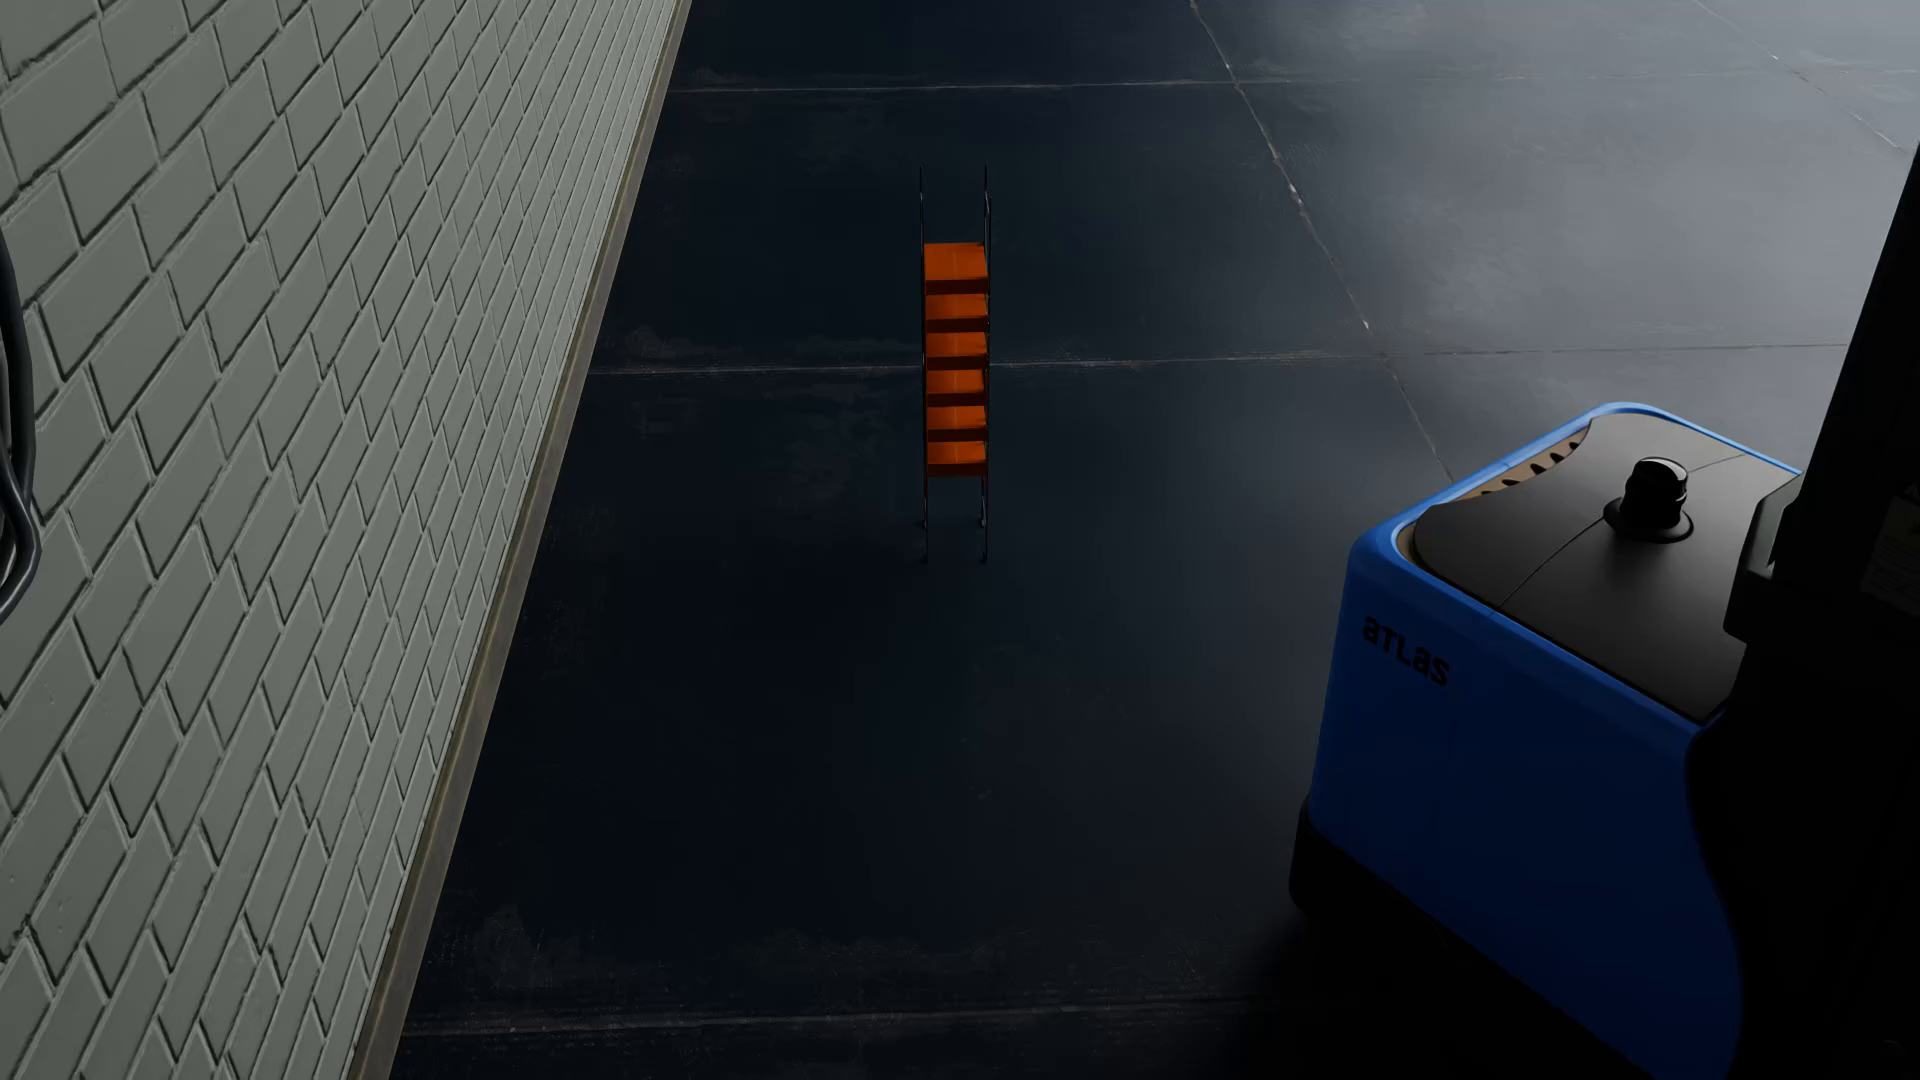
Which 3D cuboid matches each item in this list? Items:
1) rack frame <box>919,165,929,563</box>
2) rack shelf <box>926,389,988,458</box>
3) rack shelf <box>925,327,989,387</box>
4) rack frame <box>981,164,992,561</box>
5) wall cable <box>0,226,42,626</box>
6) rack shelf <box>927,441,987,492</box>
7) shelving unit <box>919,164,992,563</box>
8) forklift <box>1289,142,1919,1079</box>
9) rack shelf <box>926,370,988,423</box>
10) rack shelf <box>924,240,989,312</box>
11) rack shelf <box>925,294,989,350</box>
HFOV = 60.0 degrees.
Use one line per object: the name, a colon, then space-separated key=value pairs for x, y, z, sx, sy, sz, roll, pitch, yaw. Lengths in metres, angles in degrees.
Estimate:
rack frame: x=-0.106 y=-0.491 z=4.904 sx=0.006 sy=1.200 sz=0.240 roll=-2 pitch=35 yaw=-2
rack shelf: x=-0.014 y=-0.358 z=5.002 sx=0.180 sy=0.103 sz=0.258 roll=-2 pitch=35 yaw=-2
rack shelf: x=-0.014 y=-0.555 z=4.865 sx=0.180 sy=0.103 sz=0.258 roll=-2 pitch=35 yaw=-2
rack frame: x=0.077 y=-0.495 z=4.912 sx=0.006 sy=1.200 sz=0.240 roll=-2 pitch=35 yaw=-2
wall cable: x=-1.115 y=-0.200 z=0.360 sx=0.112 sy=2.526 sz=3.097 roll=-2 pitch=35 yaw=-2
rack shelf: x=-0.014 y=-0.259 z=5.070 sx=0.180 sy=0.103 sz=0.258 roll=-2 pitch=35 yaw=-2
shelving unit: x=-0.014 y=-0.493 z=4.908 sx=0.189 sy=1.200 sz=0.258 roll=-2 pitch=35 yaw=-2
forklift: x=2.092 y=0.158 z=2.446 sx=1.130 sy=2.935 sz=3.031 roll=-25 pitch=42 yaw=-31
rack shelf: x=-0.014 y=-0.456 z=4.933 sx=0.180 sy=0.103 sz=0.258 roll=-2 pitch=35 yaw=-2
rack shelf: x=-0.014 y=-0.752 z=4.728 sx=0.180 sy=0.103 sz=0.258 roll=-2 pitch=35 yaw=-2
rack shelf: x=-0.014 y=-0.654 z=4.797 sx=0.180 sy=0.103 sz=0.258 roll=-2 pitch=35 yaw=-2
